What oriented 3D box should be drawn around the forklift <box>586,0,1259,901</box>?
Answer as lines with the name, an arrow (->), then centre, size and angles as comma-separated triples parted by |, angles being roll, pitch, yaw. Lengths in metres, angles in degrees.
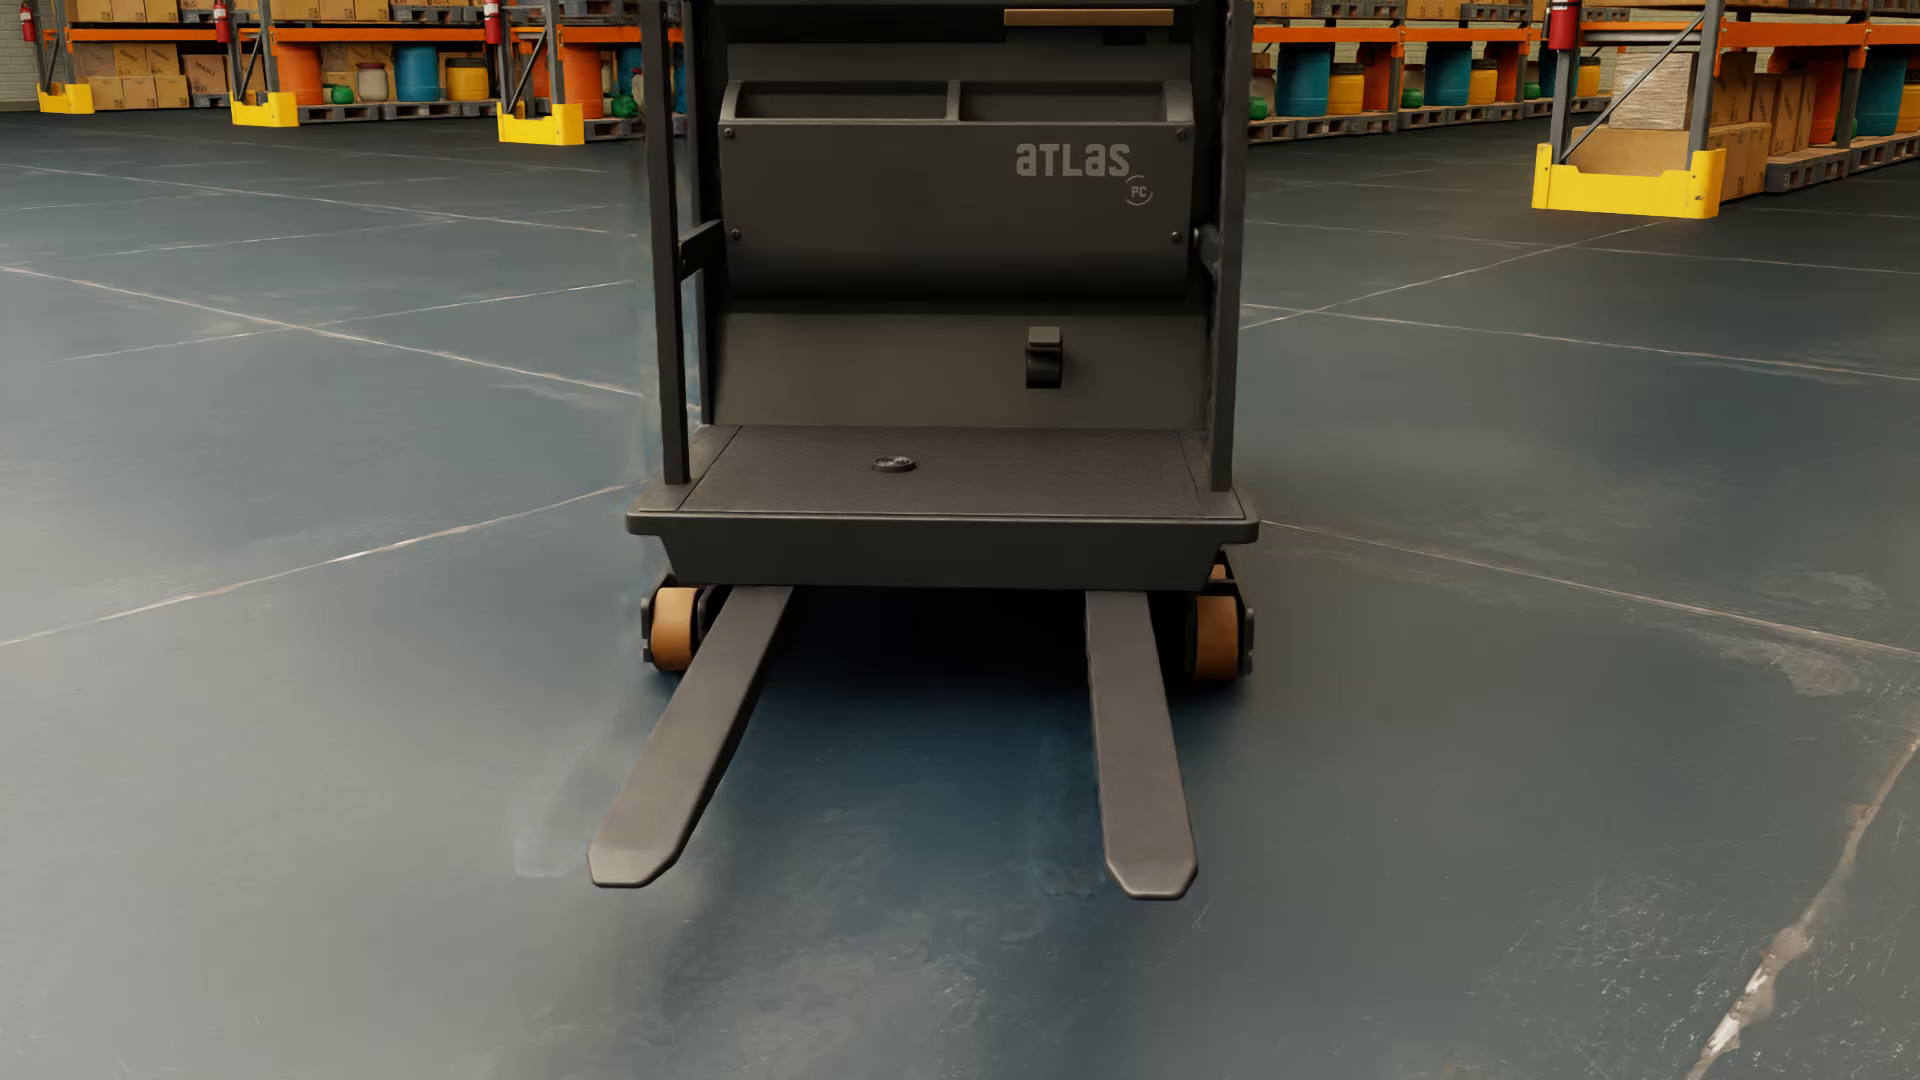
forklift -> -0.014, -1.234, 2.962 | 1.130, 2.935, 3.031 | 1, 17, 3
